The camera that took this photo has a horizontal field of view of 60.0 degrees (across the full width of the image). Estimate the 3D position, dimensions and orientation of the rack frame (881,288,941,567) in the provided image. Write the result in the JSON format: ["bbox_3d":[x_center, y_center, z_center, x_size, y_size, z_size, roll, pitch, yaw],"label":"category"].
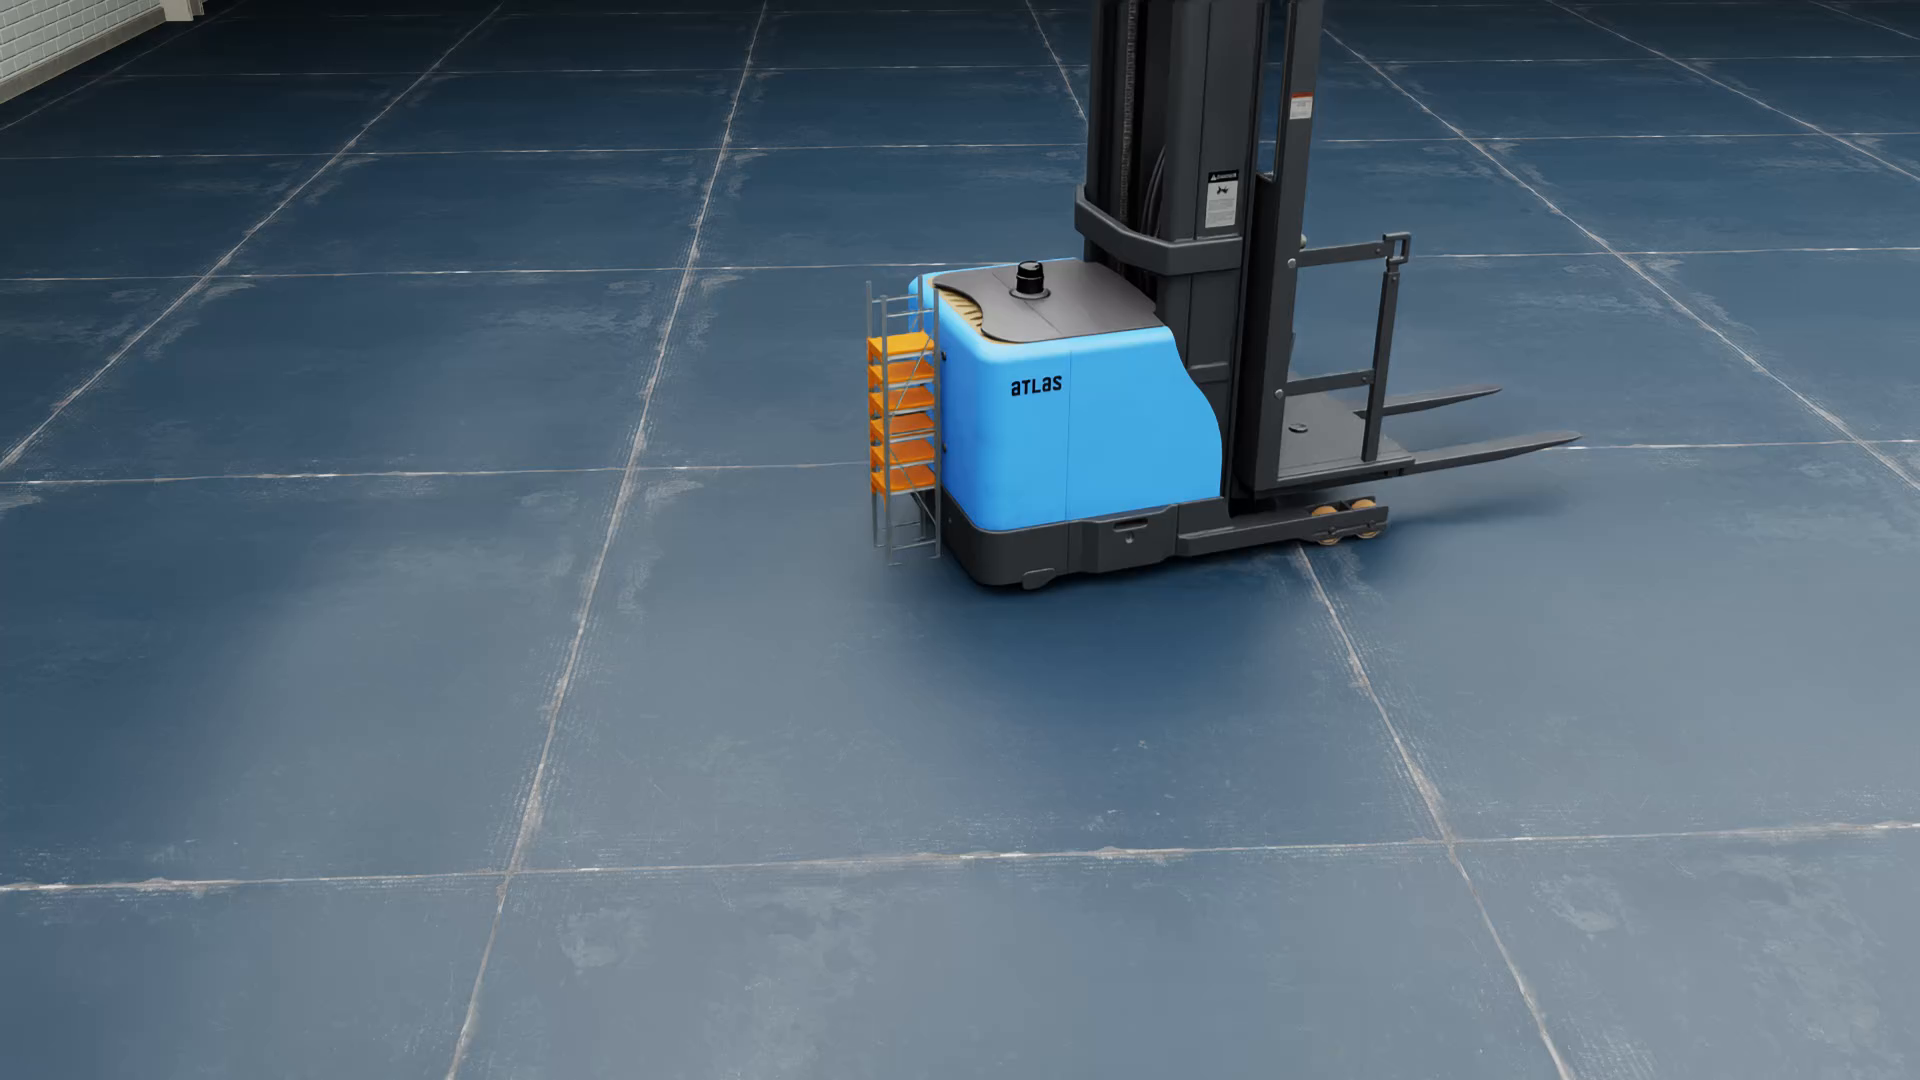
[{"bbox_3d":[-0.196,-0.439,6.794,0.240,1.200,0.006,-10,29,-19],"label":"rack frame"}]

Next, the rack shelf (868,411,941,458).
[{"bbox_3d":[-0.229,-0.439,6.890,0.258,0.103,0.180,-10,29,-19],"label":"rack shelf"}]

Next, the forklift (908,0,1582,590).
[{"bbox_3d":[1.339,-1.497,6.951,3.031,2.935,1.130,-9,29,-17],"label":"forklift"}]

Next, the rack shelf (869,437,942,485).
[{"bbox_3d":[-0.229,-0.332,6.945,0.258,0.103,0.180,-10,29,-19],"label":"rack shelf"}]

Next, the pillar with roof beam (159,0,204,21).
[{"bbox_3d":[-4.209,-9.821,16.348,9.100,9.000,0.400,-1,28,-3],"label":"pillar with roof beam"}]

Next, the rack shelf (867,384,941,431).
[{"bbox_3d":[-0.229,-0.545,6.834,0.258,0.103,0.180,-10,29,-19],"label":"rack shelf"}]

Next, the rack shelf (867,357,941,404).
[{"bbox_3d":[-0.229,-0.652,6.779,0.258,0.103,0.180,-10,29,-19],"label":"rack shelf"}]

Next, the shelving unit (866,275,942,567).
[{"bbox_3d":[-0.229,-0.478,6.869,0.258,1.200,0.189,-10,29,-19],"label":"shelving unit"}]

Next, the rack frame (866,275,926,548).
[{"bbox_3d":[-0.262,-0.518,6.945,0.240,1.200,0.006,-10,29,-19],"label":"rack frame"}]

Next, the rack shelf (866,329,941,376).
[{"bbox_3d":[-0.229,-0.758,6.723,0.258,0.103,0.180,-10,29,-19],"label":"rack shelf"}]

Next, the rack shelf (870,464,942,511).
[{"bbox_3d":[-0.229,-0.226,7.001,0.258,0.103,0.180,-10,29,-19],"label":"rack shelf"}]
